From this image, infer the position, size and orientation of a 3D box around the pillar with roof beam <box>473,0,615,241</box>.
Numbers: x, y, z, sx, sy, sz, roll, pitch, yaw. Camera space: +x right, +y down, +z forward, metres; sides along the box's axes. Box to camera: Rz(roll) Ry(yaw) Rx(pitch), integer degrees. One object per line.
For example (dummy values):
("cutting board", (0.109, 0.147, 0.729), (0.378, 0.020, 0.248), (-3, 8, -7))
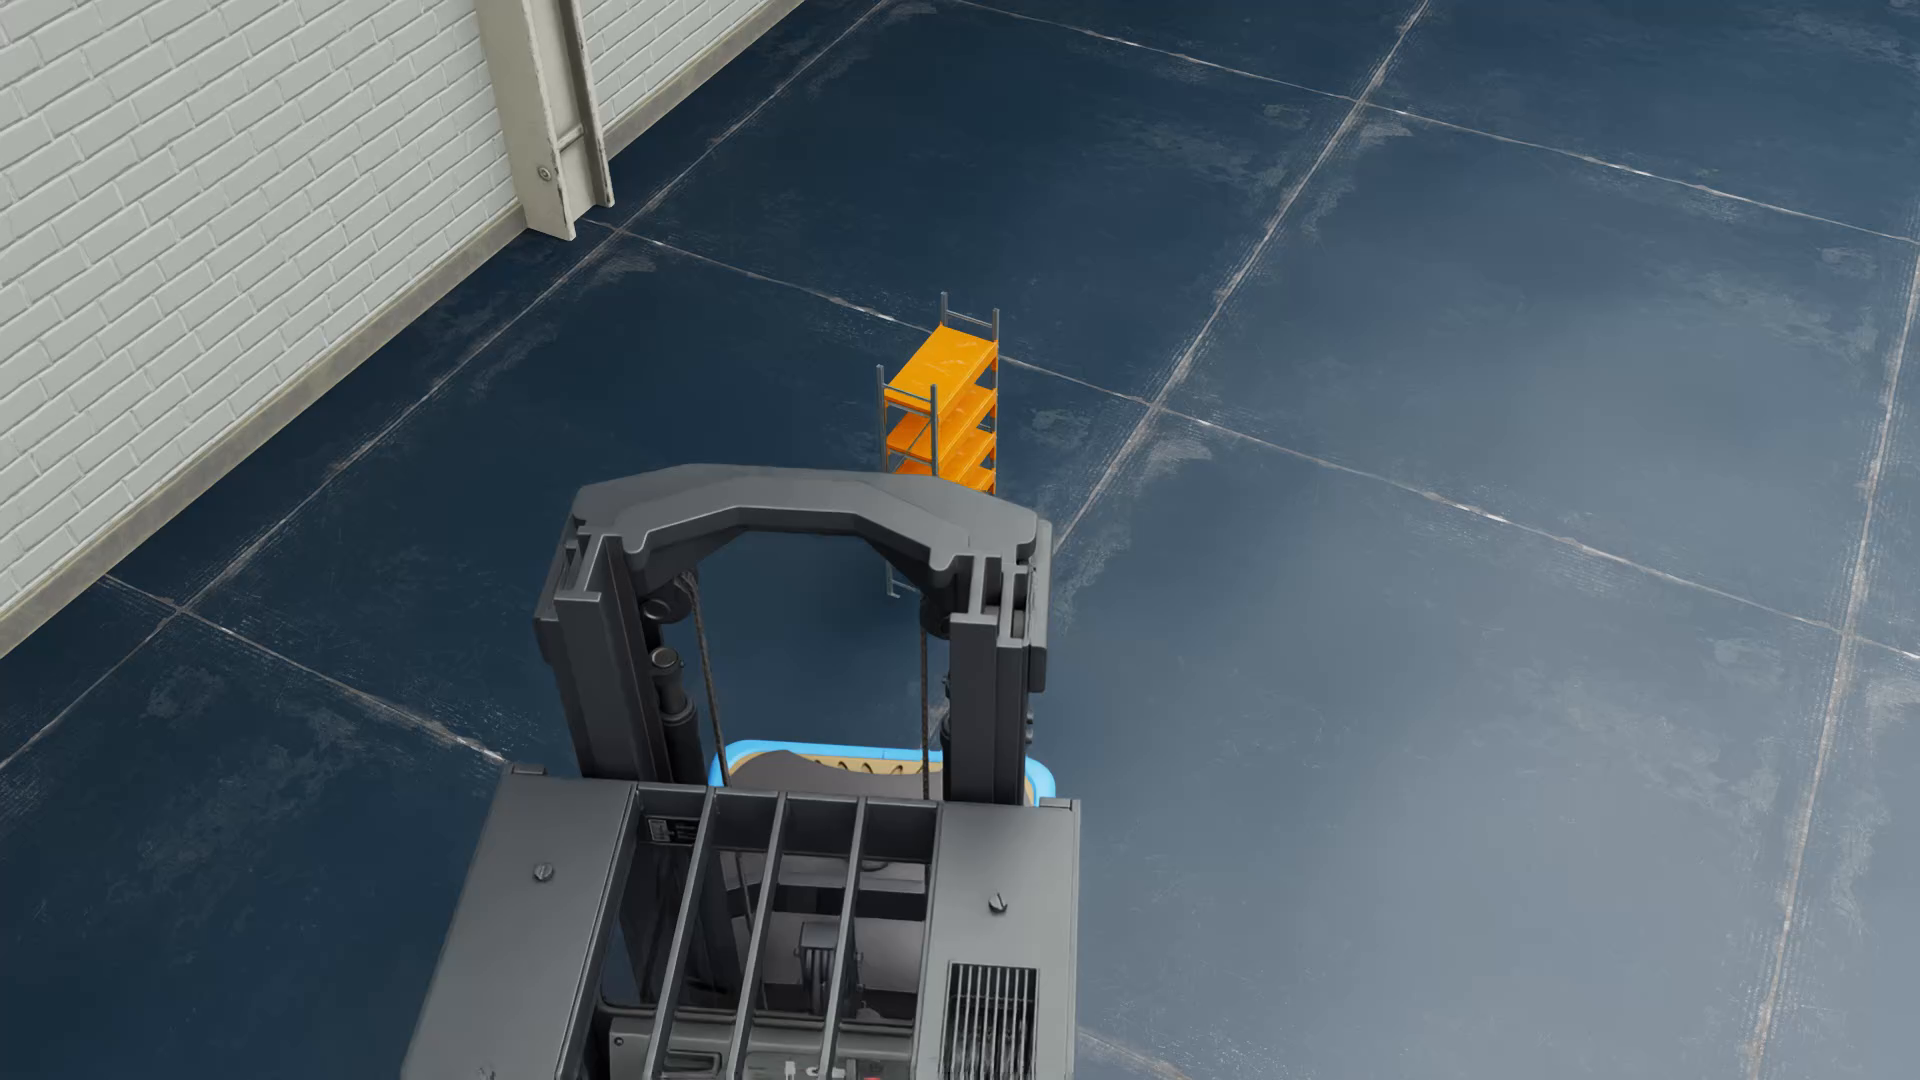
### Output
("pillar with roof beam", (1.765, -3.453, 4.116), (9.100, 9.000, 0.400), (20, 49, 19))

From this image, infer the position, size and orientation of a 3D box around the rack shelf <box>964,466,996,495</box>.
("rack shelf", (-0.077, -0.131, 6.689), (0.258, 0.148, 0.480), (20, 49, 19))

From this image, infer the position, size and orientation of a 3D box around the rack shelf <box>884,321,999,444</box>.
("rack shelf", (-0.077, -0.594, 6.221), (0.258, 0.148, 0.480), (20, 49, 19))

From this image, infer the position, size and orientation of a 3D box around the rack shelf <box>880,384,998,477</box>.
("rack shelf", (-0.077, -0.427, 6.389), (0.258, 0.148, 0.480), (20, 49, 19))

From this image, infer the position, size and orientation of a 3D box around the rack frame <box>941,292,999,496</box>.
("rack frame", (0.036, -0.471, 6.652), (0.240, 1.200, 0.015), (20, 49, 19))

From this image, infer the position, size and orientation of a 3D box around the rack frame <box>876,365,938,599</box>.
("rack frame", (-0.190, -0.164, 6.348), (0.240, 1.200, 0.015), (20, 49, 19))

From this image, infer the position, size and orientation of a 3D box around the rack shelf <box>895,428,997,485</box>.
("rack shelf", (-0.077, -0.270, 6.548), (0.258, 0.148, 0.480), (20, 49, 19))

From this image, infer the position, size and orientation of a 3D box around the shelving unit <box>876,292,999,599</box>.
("shelving unit", (-0.077, -0.317, 6.500), (0.258, 1.200, 0.503), (20, 49, 19))

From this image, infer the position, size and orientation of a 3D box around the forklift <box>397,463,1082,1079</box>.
("forklift", (-0.339, 1.386, 3.600), (1.130, 2.935, 3.031), (3, 45, 3))
